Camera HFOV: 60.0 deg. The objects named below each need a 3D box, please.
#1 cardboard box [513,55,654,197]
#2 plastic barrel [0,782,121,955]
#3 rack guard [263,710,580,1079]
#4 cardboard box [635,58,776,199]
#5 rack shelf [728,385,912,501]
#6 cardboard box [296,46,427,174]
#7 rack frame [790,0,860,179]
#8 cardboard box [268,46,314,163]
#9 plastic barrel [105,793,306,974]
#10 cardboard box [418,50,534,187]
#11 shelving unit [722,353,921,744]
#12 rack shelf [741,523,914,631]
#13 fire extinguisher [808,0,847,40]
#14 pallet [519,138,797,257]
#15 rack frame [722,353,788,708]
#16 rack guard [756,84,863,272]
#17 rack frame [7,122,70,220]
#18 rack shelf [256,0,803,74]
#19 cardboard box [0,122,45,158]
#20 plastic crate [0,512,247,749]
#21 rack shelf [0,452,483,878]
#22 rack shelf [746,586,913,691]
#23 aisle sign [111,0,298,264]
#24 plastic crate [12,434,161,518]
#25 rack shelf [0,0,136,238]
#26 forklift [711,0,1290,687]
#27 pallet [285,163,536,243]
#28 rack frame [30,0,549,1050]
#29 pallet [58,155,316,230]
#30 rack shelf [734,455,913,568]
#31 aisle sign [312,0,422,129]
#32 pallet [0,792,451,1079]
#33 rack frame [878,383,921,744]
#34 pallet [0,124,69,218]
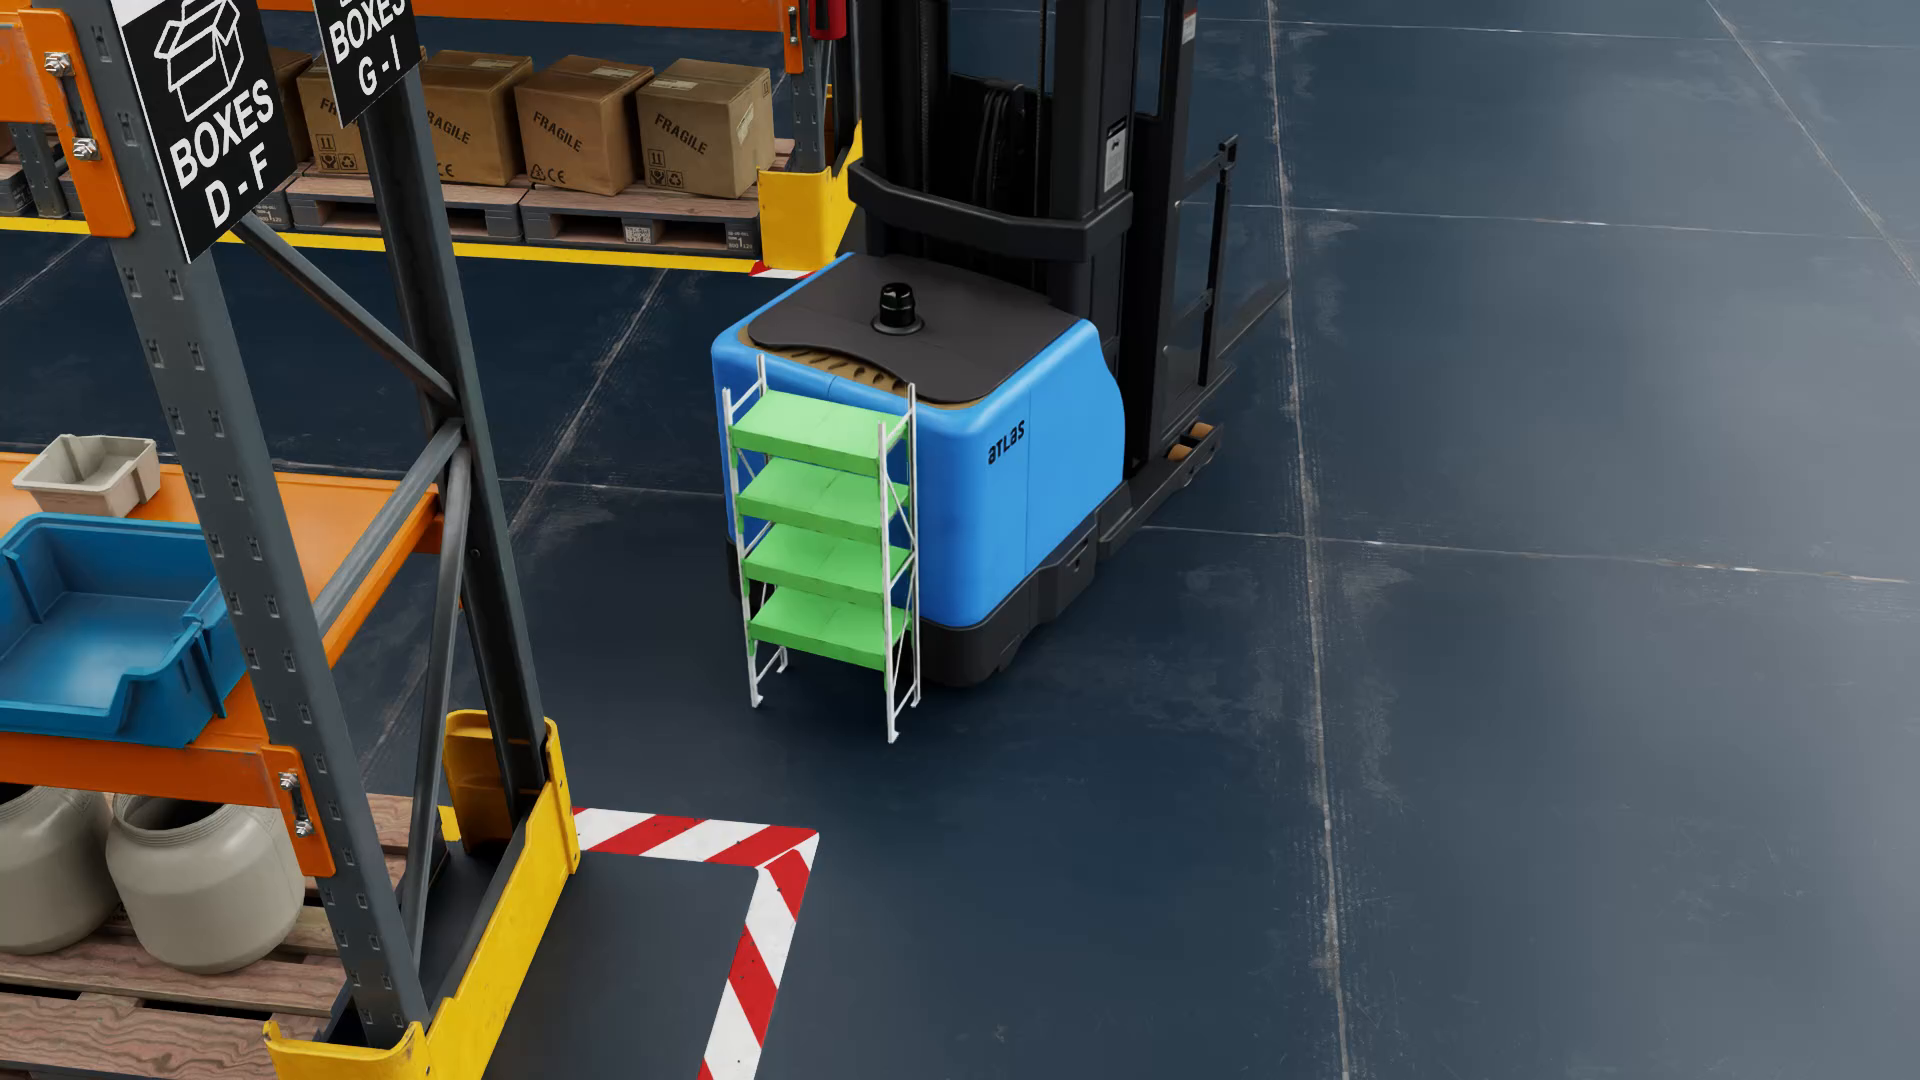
[{"bbox_3d":[-1.865,-2.097,8.396,0.500,0.500,0.500,14,38,18],"label":"cardboard box"},{"bbox_3d":[-2.441,0.791,4.340,0.421,0.512,0.421,0,36,0],"label":"plastic barrel"},{"bbox_3d":[-1.363,1.030,4.377,0.348,0.500,1.175,4,36,6],"label":"rack guard"},{"bbox_3d":[-1.268,-2.072,8.362,0.500,0.500,0.500,11,37,15],"label":"cardboard box"},{"bbox_3d":[-0.408,-0.290,4.907,0.480,0.148,0.258,13,37,17],"label":"rack shelf"},{"bbox_3d":[-3.032,-2.221,8.570,0.500,0.500,0.500,1,36,2],"label":"cardboard box"},{"bbox_3d":[-0.651,-2.863,7.680,0.127,3.000,1.000,4,36,6],"label":"rack frame"},{"bbox_3d":[-3.657,-2.222,8.571,0.500,0.500,0.500,16,38,21],"label":"cardboard box"},{"bbox_3d":[-1.944,0.828,4.288,0.421,0.512,0.421,0,36,0],"label":"plastic barrel"},{"bbox_3d":[-2.484,-2.154,8.476,0.500,0.500,0.500,7,36,10],"label":"cardboard box"},{"bbox_3d":[-0.408,0.049,5.149,0.503,1.200,0.258,13,37,17],"label":"shelving unit"},{"bbox_3d":[-0.408,0.101,5.186,0.480,0.148,0.258,13,37,17],"label":"rack shelf"},{"bbox_3d":[-0.596,-2.558,7.318,0.183,0.674,0.296,4,36,6],"label":"fire extinguisher"},{"bbox_3d":[-1.527,-1.814,8.610,1.213,0.211,1.003,4,36,6],"label":"pallet"},{"bbox_3d":[-0.635,-0.003,5.221,0.015,1.200,0.240,13,37,17],"label":"rack frame"},{"bbox_3d":[-0.726,-1.851,8.414,0.348,0.500,1.175,4,36,6],"label":"rack guard"},{"bbox_3d":[-4.618,-3.159,8.094,0.127,3.000,1.000,4,36,6],"label":"rack frame"},{"bbox_3d":[-2.634,-2.718,8.096,4.000,0.370,1.077,4,36,6],"label":"rack shelf"},{"bbox_3d":[-5.224,-2.379,8.774,0.500,0.500,0.700,2,36,2],"label":"cardboard box"},{"bbox_3d":[-1.816,0.187,3.534,0.616,0.251,0.499,4,36,6],"label":"plastic crate"},{"bbox_3d":[-3.265,0.136,4.097,4.000,0.370,1.077,4,36,6],"label":"rack shelf"},{"bbox_3d":[-0.408,0.296,5.325,0.480,0.148,0.258,13,37,17],"label":"rack shelf"},{"bbox_3d":[-1.248,-0.891,2.678,0.004,0.787,0.394,4,36,6],"label":"aisle sign"},{"bbox_3d":[-2.128,-0.154,4.110,0.250,0.136,0.298,4,36,6],"label":"plastic crate"},{"bbox_3d":[-3.265,-1.085,3.226,4.000,0.370,1.077,4,36,6],"label":"rack shelf"},{"bbox_3d":[0.397,-1.534,5.876,1.130,2.935,3.031,20,40,26],"label":"forklift"},{"bbox_3d":[-2.734,-1.906,8.739,1.213,0.211,1.003,4,36,6],"label":"pallet"},{"bbox_3d":[-1.282,-0.009,3.681,0.127,3.000,1.000,4,36,6],"label":"rack frame"},{"bbox_3d":[-3.948,-1.995,8.863,1.213,0.211,1.003,4,36,6],"label":"pallet"},{"bbox_3d":[-0.408,-0.095,5.047,0.480,0.148,0.258,13,37,17],"label":"rack shelf"},{"bbox_3d":[-1.173,-1.231,3.155,0.004,0.787,0.394,4,36,6],"label":"aisle sign"},{"bbox_3d":[-2.168,1.084,4.549,1.213,0.211,1.003,4,36,6],"label":"pallet"},{"bbox_3d":[-0.181,0.100,5.077,0.015,1.200,0.240,13,37,17],"label":"rack frame"},{"bbox_3d":[-5.391,-2.081,8.984,1.213,0.211,1.003,4,36,6],"label":"pallet"}]
